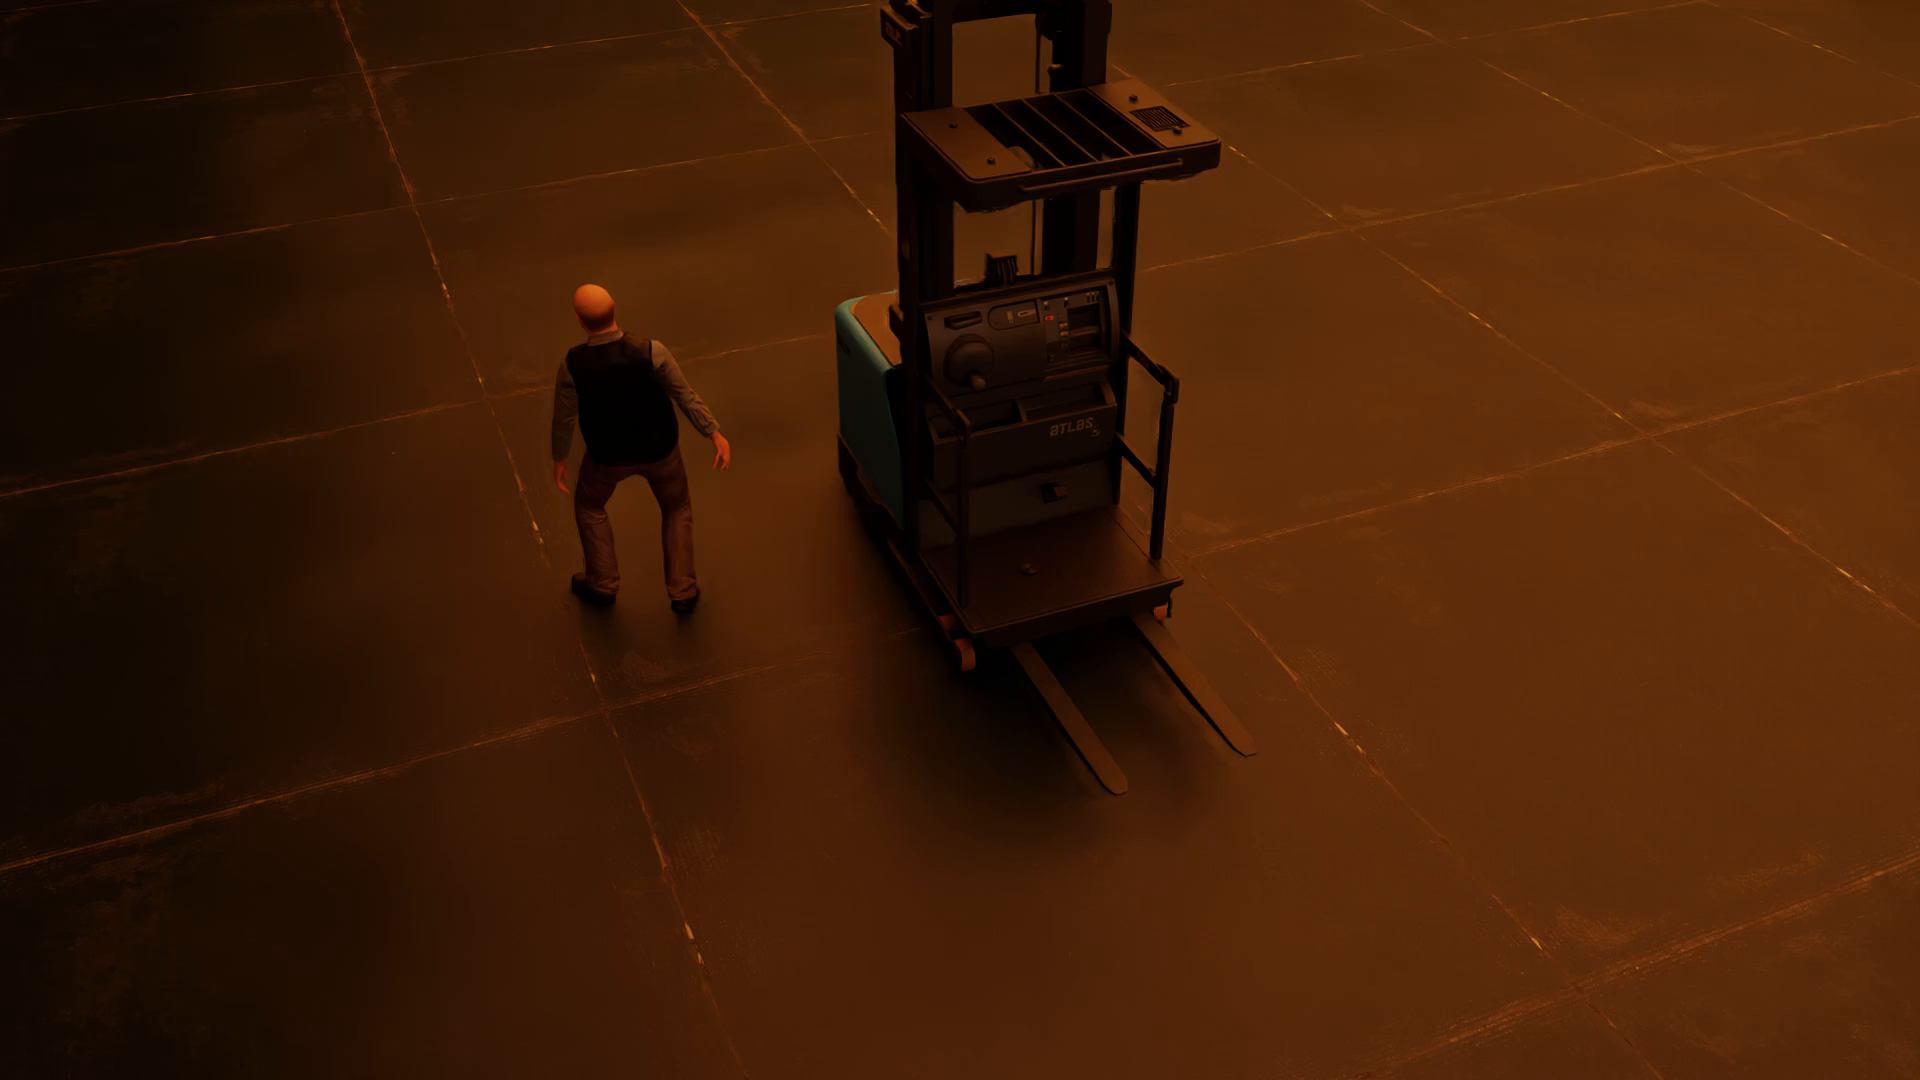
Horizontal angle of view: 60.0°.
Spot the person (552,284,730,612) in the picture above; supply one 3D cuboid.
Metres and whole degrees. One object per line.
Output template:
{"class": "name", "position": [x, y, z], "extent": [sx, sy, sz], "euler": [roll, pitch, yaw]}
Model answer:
{"class": "person", "position": [-1.507, -0.401, 7.801], "extent": [0.853, 1.678, 0.485], "euler": [-3, 36, -5]}

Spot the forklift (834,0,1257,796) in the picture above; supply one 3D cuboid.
{"class": "forklift", "position": [0.368, -0.857, 7.304], "extent": [1.130, 2.935, 3.031], "euler": [-13, 38, -18]}
